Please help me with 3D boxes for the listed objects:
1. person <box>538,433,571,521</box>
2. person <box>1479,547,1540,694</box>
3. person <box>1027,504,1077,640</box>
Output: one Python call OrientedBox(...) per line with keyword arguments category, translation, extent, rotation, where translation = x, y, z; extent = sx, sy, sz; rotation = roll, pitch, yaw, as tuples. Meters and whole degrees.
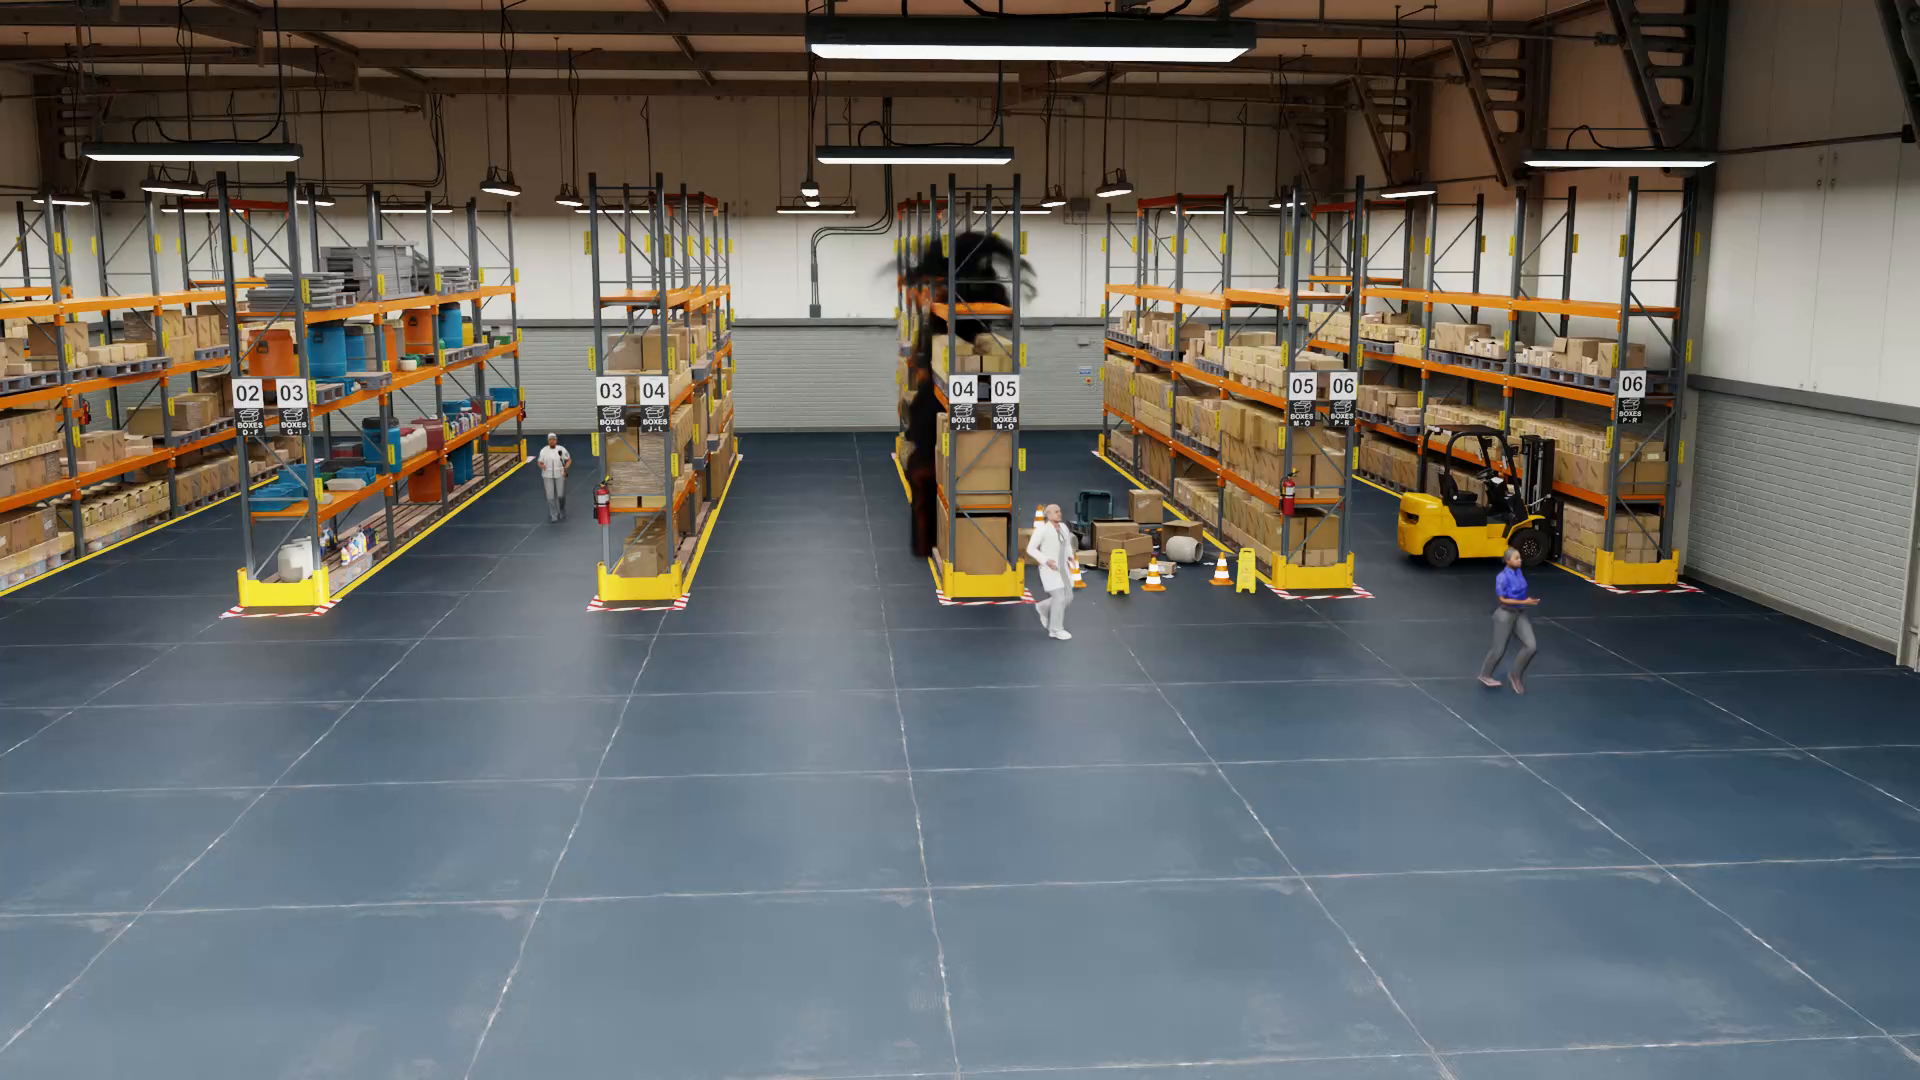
OrientedBox(category="person", translation=(-7.430, -1.144, 30.470), extent=(0.595, 1.623, 0.545), rotation=(-2, 10, -9))
OrientedBox(category="person", translation=(6.236, 0.918, 18.787), extent=(0.542, 1.686, 0.709), rotation=(-6, 12, -32))
OrientedBox(category="person", translation=(1.175, 0.394, 21.481), extent=(0.727, 1.738, 0.716), rotation=(-9, 14, -42))
